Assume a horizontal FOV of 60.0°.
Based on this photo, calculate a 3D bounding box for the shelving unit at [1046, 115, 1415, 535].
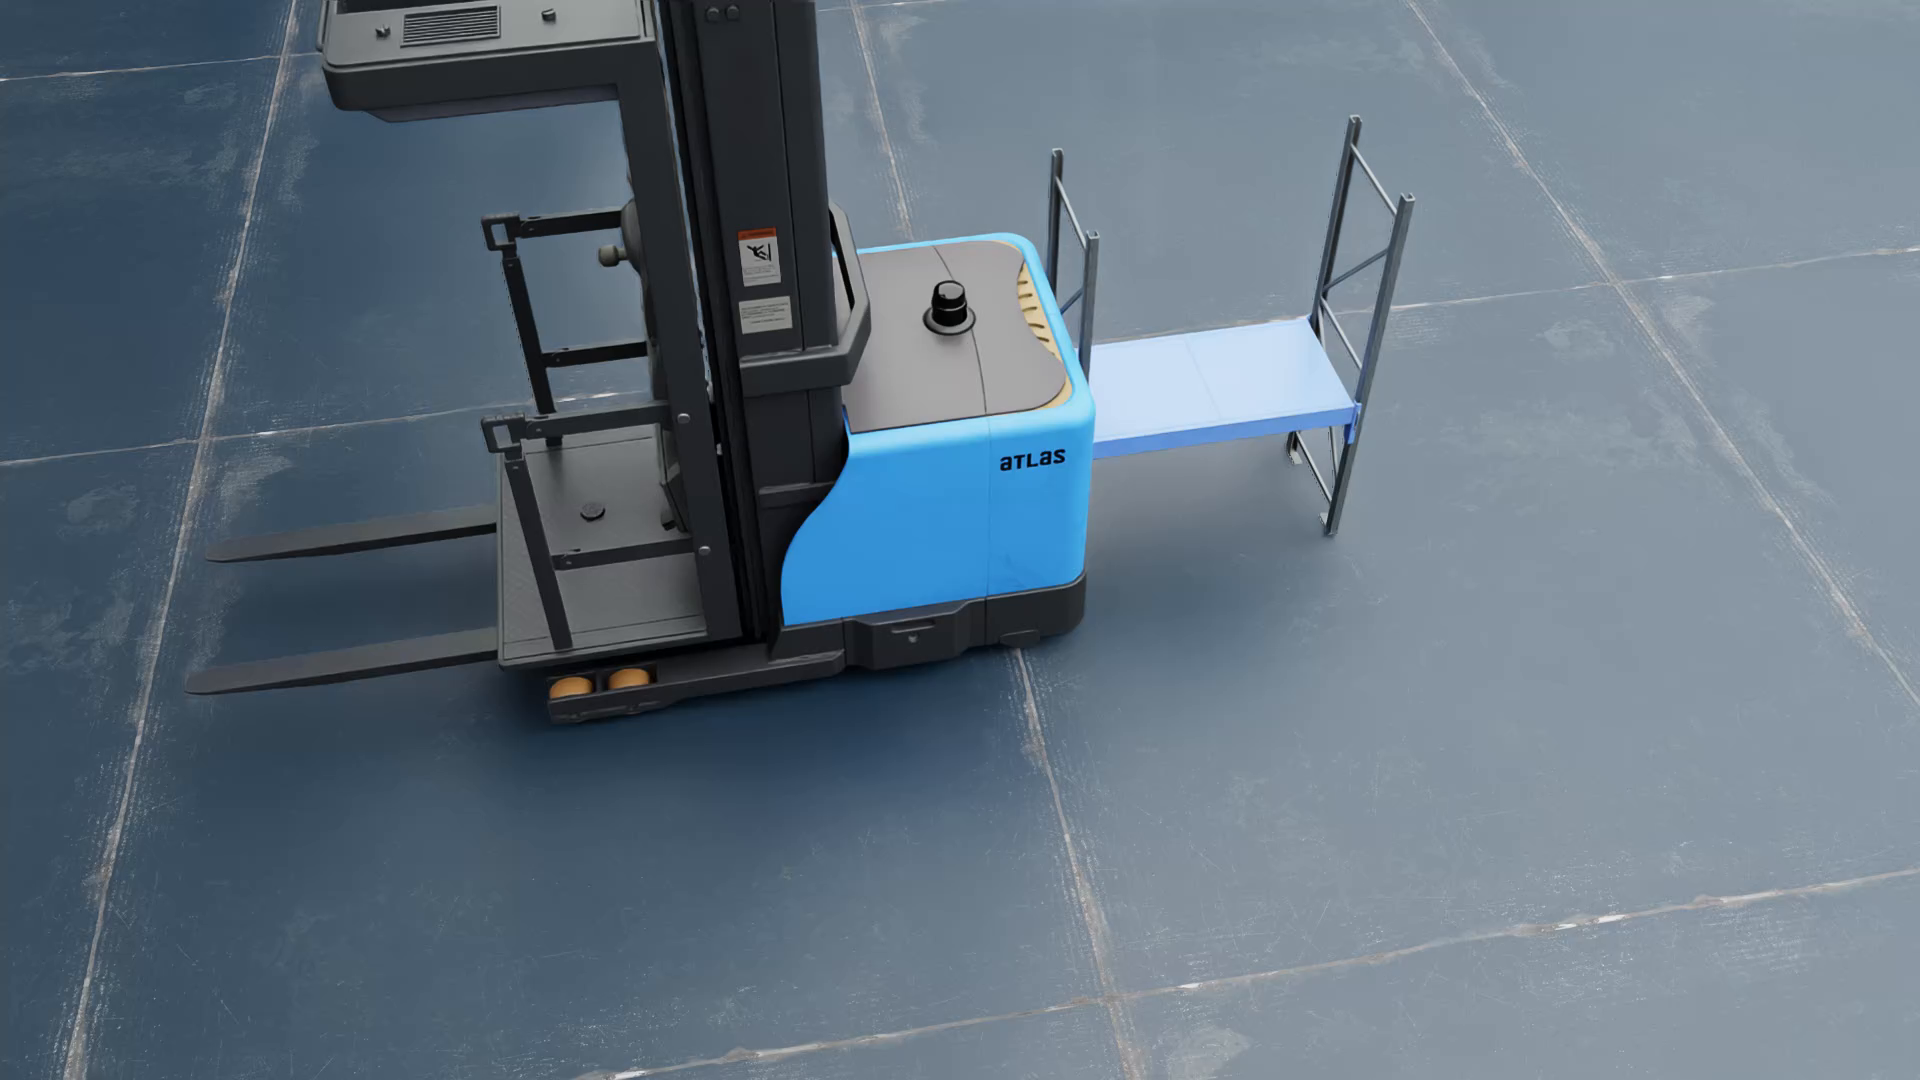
[{"bbox_3d":[0.859,-0.645,5.830,1.048,1.500,0.538,-8,47,-8],"label":"shelving unit"}]

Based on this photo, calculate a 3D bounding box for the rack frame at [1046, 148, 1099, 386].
[{"bbox_3d":[0.361,-0.573,5.761,0.032,1.500,0.500,-8,47,-8],"label":"rack frame"}]

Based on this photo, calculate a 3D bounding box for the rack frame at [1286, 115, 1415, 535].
[{"bbox_3d":[1.358,-0.716,5.899,0.032,1.500,0.500,-8,47,-8],"label":"rack frame"}]

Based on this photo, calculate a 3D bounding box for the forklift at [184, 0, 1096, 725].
[{"bbox_3d":[-1.129,-0.812,4.997,3.031,2.935,1.130,-8,47,-8],"label":"forklift"}]

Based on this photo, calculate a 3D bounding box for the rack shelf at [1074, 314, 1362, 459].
[{"bbox_3d":[0.859,-0.520,5.959,1.000,0.185,0.538,-8,47,-8],"label":"rack shelf"}]
